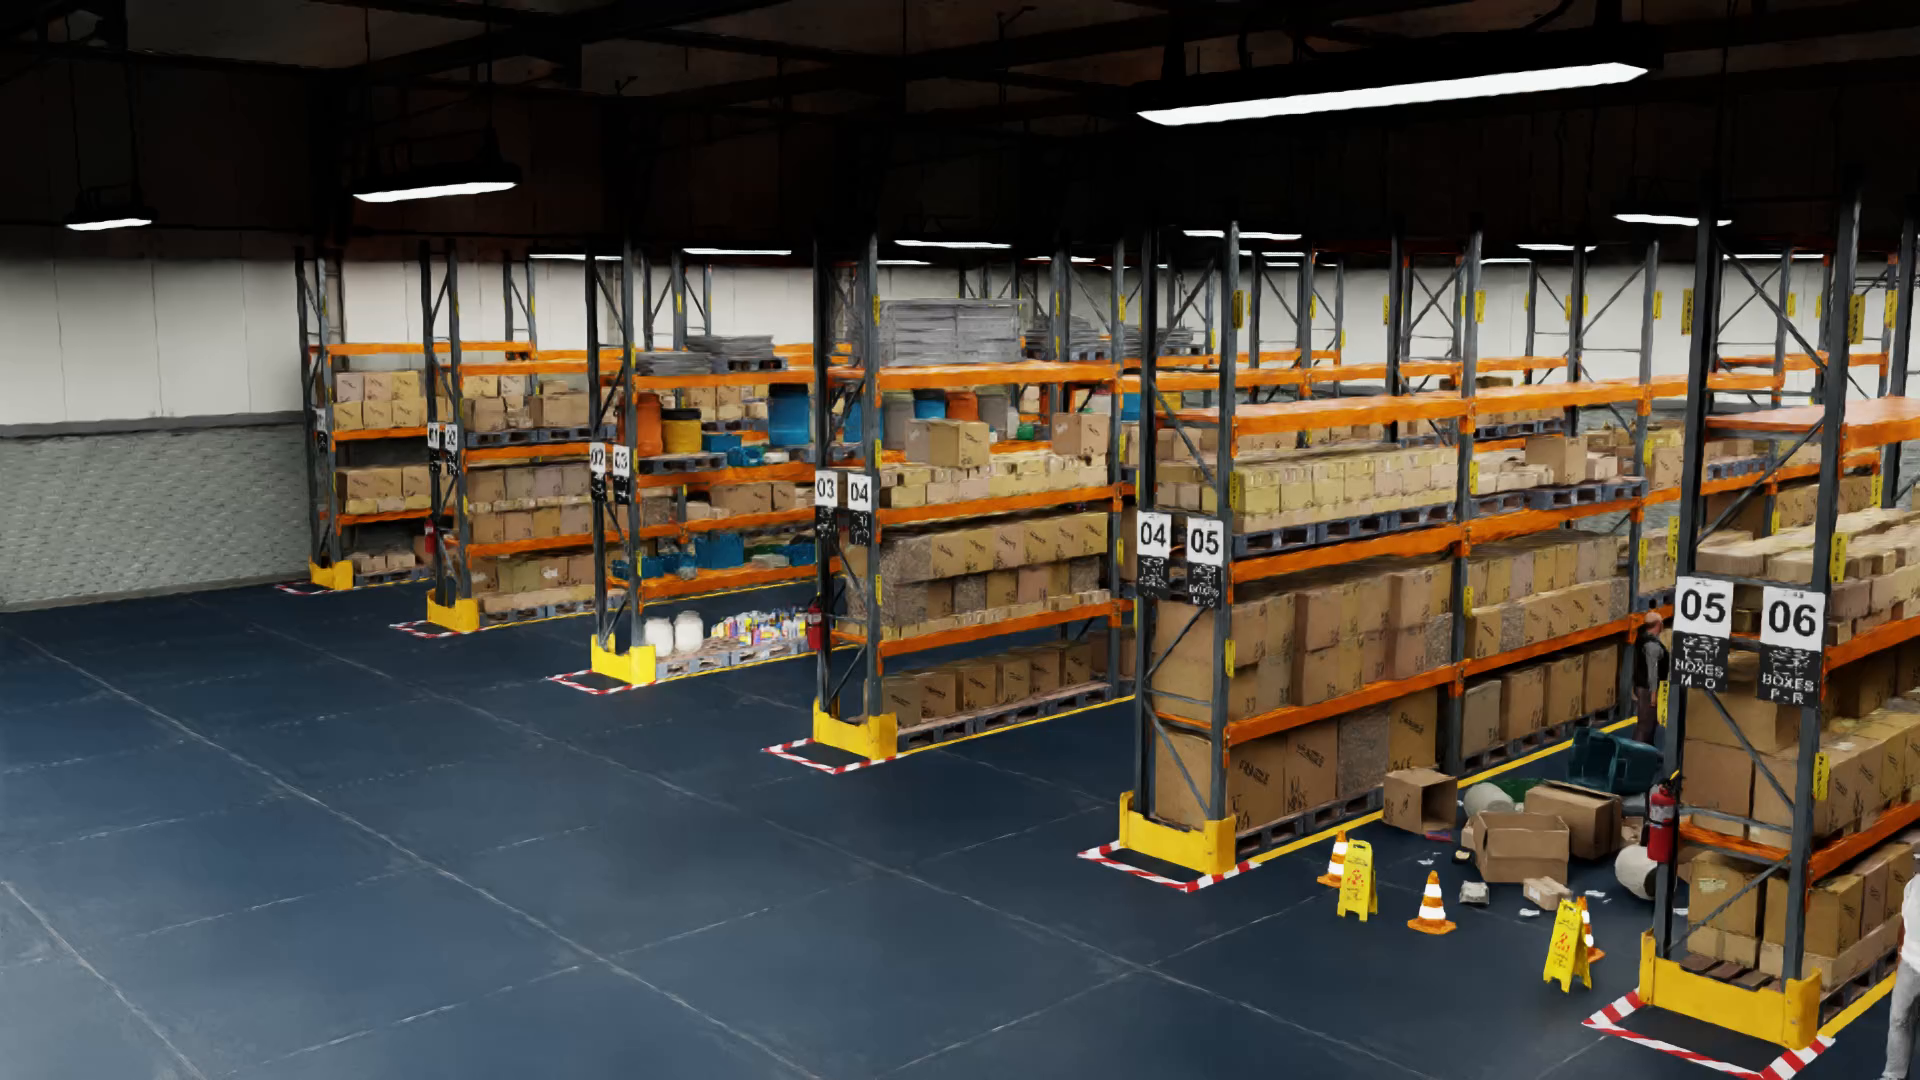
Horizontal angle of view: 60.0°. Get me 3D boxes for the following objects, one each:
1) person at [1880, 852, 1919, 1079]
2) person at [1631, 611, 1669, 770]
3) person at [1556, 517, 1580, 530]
[{"bbox_3d":[6.313,2.754,10.725,0.882,1.745,0.618,-4,9,-27],"label":"person"},{"bbox_3d":[7.610,1.636,18.252,0.450,1.727,0.584,2,9,15],"label":"person"},{"bbox_3d":[12.185,-0.563,33.331,0.574,1.726,0.677,-8,12,-44],"label":"person"}]
